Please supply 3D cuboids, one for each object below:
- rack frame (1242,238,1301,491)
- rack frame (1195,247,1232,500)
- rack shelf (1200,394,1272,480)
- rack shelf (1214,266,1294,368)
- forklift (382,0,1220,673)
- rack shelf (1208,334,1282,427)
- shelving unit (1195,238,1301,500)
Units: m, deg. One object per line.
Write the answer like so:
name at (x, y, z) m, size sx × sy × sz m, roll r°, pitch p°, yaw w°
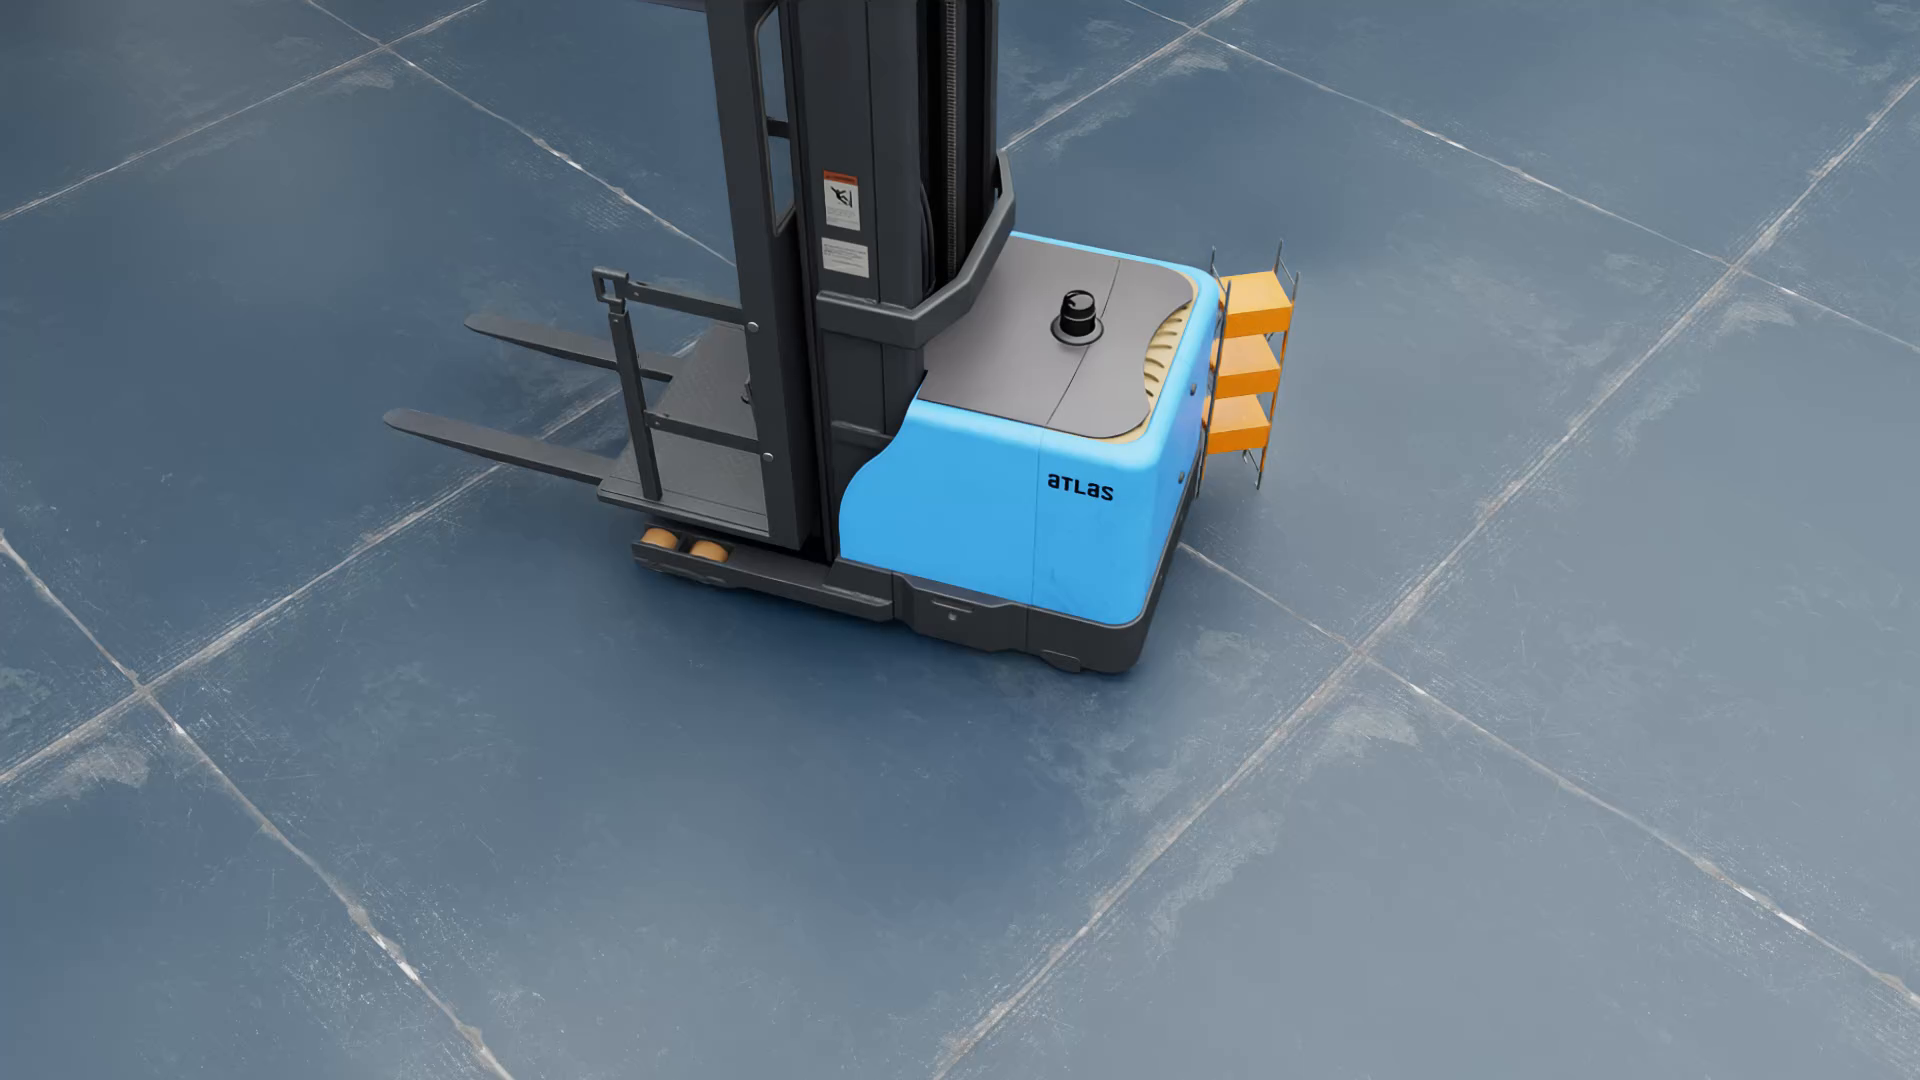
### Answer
rack frame at (1.137, -0.621, 6.113) m, size 0.008 × 1.050 × 0.200 m, roll -8°, pitch 47°, yaw -8°
rack frame at (0.898, -0.586, 6.080) m, size 0.008 × 1.050 × 0.200 m, roll -8°, pitch 47°, yaw -8°
rack shelf at (1.017, -0.406, 6.307) m, size 0.240 × 0.259 × 0.215 m, roll -8°, pitch 47°, yaw -8°
rack shelf at (1.017, -0.791, 5.897) m, size 0.240 × 0.259 × 0.215 m, roll -8°, pitch 47°, yaw -8°
forklift at (-0.679, -1.190, 5.357) m, size 3.031 × 2.935 × 1.130 m, roll 14°, pitch 48°, yaw 13°
rack shelf at (1.017, -0.596, 6.104) m, size 0.240 × 0.259 × 0.215 m, roll -8°, pitch 47°, yaw -8°
shelving unit at (1.017, -0.604, 6.096) m, size 0.252 × 1.050 × 0.215 m, roll -8°, pitch 47°, yaw -8°
